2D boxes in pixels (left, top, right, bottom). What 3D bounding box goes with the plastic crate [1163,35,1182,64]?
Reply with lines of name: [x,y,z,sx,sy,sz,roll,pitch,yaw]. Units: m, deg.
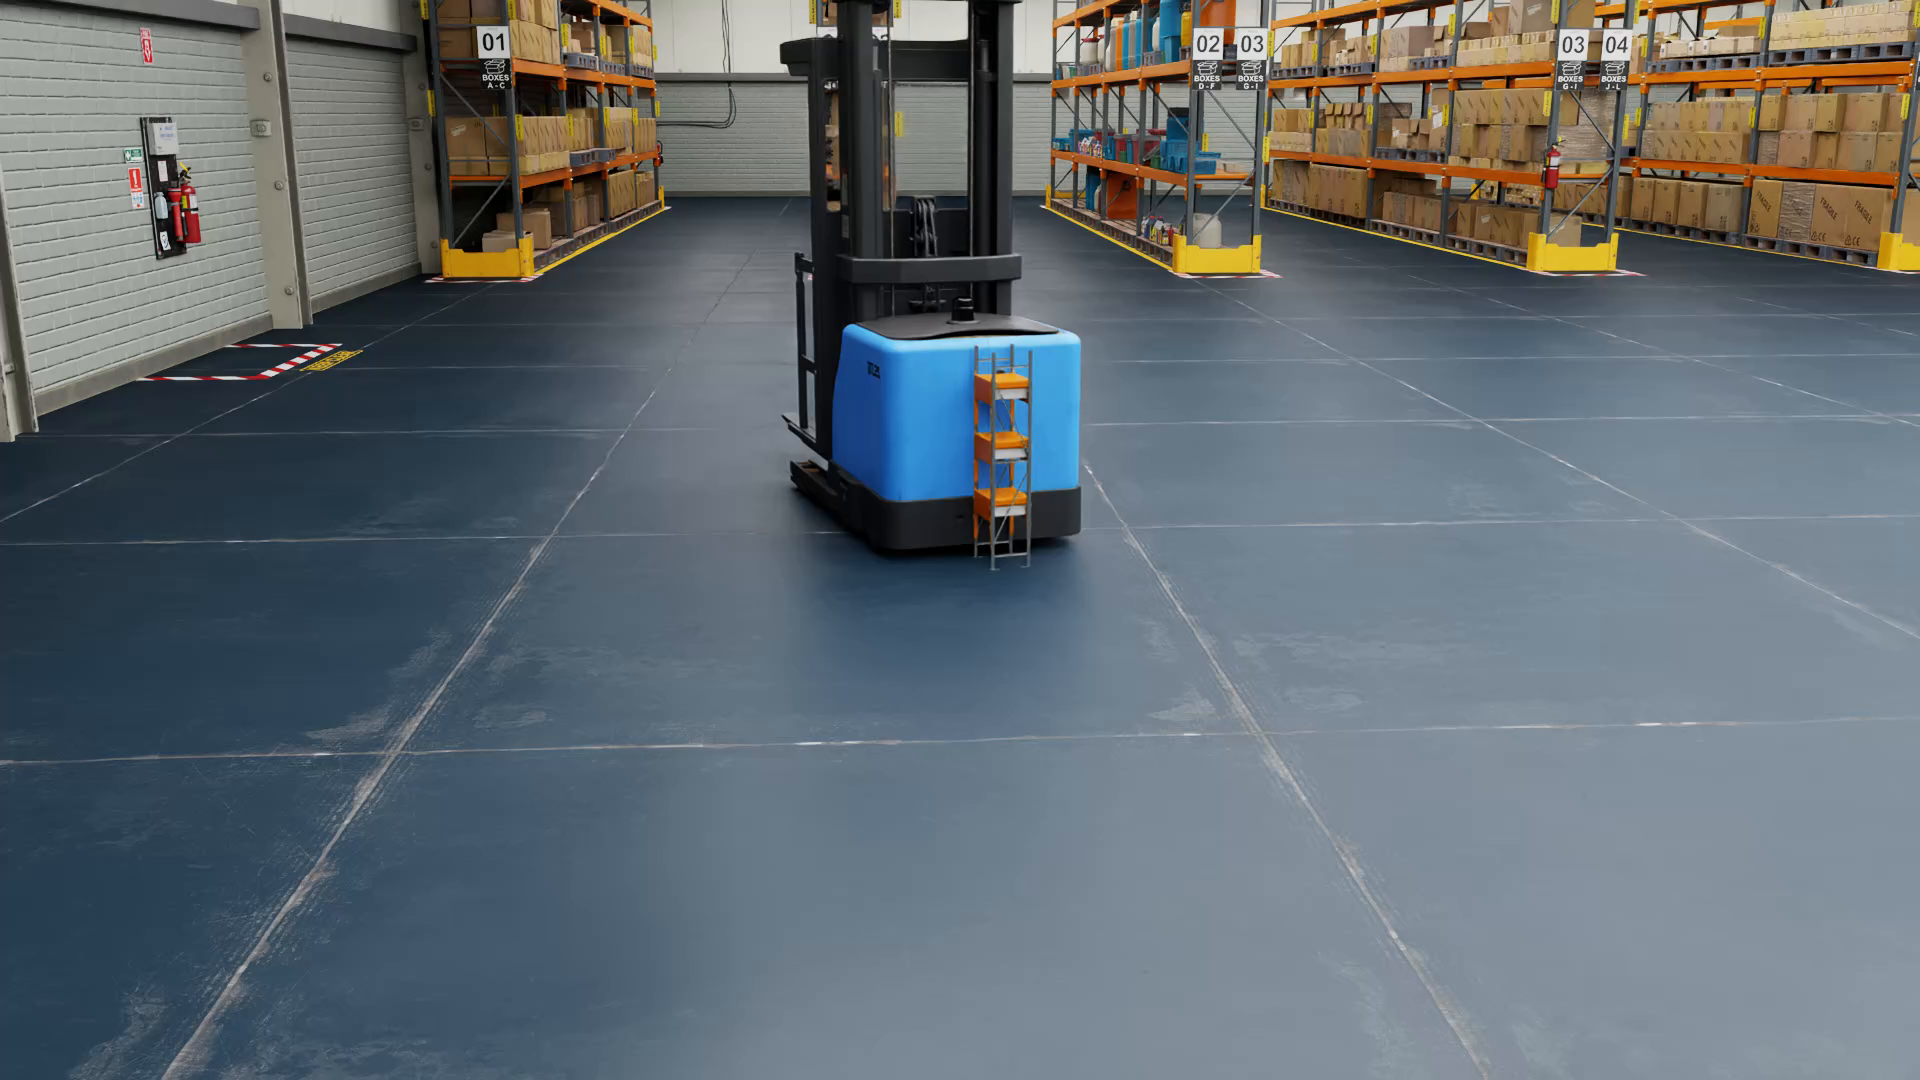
plastic crate: [3.155,-7.043,23.893,0.392,0.384,0.575,-1,14,-3]

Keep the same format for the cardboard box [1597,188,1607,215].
cardboard box: [12.648,-6.528,32.051,0.500,0.500,0.500,0,14,-1]

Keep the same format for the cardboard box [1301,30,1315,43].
cardboard box: [7.641,-10.798,35.705,0.500,0.250,0.500,-1,14,-5]

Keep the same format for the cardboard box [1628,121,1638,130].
cardboard box: [12.490,-7.731,31.021,0.380,0.149,0.250,-1,15,-6]

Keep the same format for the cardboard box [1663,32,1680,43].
cardboard box: [13.196,-9.351,31.094,0.396,0.266,0.258,-1,14,-3]

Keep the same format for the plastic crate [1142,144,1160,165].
plastic crate: [3.231,-5.961,25.800,0.767,0.338,0.504,-1,14,-3]

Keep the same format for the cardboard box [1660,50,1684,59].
cardboard box: [12.839,-8.743,29.930,0.380,0.149,0.250,-1,15,-6]

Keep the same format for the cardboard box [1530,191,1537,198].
cardboard box: [12.364,-7.348,35.348,0.380,0.149,0.250,-2,15,-6]

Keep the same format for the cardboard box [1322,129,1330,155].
cardboard box: [7.584,-7.995,33.378,0.500,0.500,0.500,-1,14,-3]

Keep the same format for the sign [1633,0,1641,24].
sign: [9.058,-7.090,22.287,0.100,0.325,0.005,-1,14,-3]

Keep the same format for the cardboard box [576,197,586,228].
cardboard box: [-6.739,-5.537,28.158,0.700,0.500,0.500,-1,14,-4]

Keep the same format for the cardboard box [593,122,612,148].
cardboard box: [-6.585,-7.292,30.011,0.500,0.500,0.500,0,14,-2]

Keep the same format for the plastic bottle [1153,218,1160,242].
plastic bottle: [2.999,-4.694,25.183,0.144,0.351,0.185,-1,14,-4]

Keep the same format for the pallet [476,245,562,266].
pallet: [-6.407,-4.149,24.230,1.003,0.211,1.213,-1,14,-3]

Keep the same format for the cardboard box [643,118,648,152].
cardboard box: [-7.170,-8.603,35.341,0.980,0.700,0.700,-2,15,-6]

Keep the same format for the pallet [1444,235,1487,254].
pallet: [8.346,-4.683,26.304,1.003,0.211,1.213,-1,14,-3]

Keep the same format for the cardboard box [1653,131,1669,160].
cardboard box: [12.770,-7.052,29.716,0.500,0.500,0.500,-1,14,-4]

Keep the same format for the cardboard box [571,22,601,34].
cardboard box: [-7.085,-9.680,31.519,0.500,0.250,0.500,-1,14,-5]

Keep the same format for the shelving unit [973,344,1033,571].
shelving unit: [0.203,-0.396,7.959,0.215,1.050,0.252,-5,15,-18]

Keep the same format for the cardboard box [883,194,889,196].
cardboard box: [-1.272,-4.798,24.325,0.500,0.500,0.500,-1,14,-3]

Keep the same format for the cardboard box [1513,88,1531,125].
cardboard box: [8.199,-6.139,23.563,0.500,0.500,0.500,-1,14,-3]

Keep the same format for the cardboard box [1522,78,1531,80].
cardboard box: [12.379,-9.990,35.613,0.500,0.250,0.500,-1,14,-4]

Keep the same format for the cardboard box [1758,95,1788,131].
cardboard box: [13.214,-6.755,26.291,0.875,0.550,0.550,-1,14,-3]

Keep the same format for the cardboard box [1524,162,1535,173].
cardboard box: [8.211,-5.275,23.512,0.380,0.149,0.250,-1,14,-3]

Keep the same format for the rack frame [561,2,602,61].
rack frame: [-6.810,-9.871,28.831,1.000,3.000,0.127,-1,14,-3]

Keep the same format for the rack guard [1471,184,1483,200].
rack guard: [12.487,-8.006,38.640,1.175,0.500,0.348,-1,14,-3]

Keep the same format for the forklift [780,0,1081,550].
forklift: [-0.347,-1.694,9.229,1.130,2.935,3.031,-5,15,-18]

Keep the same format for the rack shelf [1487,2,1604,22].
rack shelf: [12.606,-11.294,35.812,1.077,0.370,4.000,-1,14,-3]

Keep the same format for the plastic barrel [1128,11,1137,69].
plastic barrel: [3.037,-8.105,26.981,0.600,0.901,0.600,0,14,0]

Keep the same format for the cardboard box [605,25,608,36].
cardboard box: [-7.334,-10.125,33.592,0.500,0.500,0.500,-1,14,-4]

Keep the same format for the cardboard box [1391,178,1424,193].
cardboard box: [8.093,-6.394,29.987,0.500,0.250,0.500,0,14,-1]

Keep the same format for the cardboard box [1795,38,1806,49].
cardboard box: [12.956,-7.550,25.290,0.380,0.149,0.250,-1,14,-4]

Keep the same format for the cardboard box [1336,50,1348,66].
cardboard box: [7.751,-9.528,32.855,0.500,0.311,0.500,-1,14,-5]

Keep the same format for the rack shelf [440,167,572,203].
rack shelf: [-6.439,-5.125,23.868,1.077,0.370,4.000,-1,14,-3]

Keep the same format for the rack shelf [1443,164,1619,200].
rack shelf: [8.393,-5.354,24.760,1.077,0.370,4.000,-1,14,-3]

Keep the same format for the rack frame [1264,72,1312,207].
rack frame: [7.525,-9.184,38.202,1.000,3.000,0.127,-1,14,-3]

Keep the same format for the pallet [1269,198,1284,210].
pallet: [7.653,-7.636,37.782,1.003,0.211,1.213,-1,14,-3]

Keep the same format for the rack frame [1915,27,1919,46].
rack frame: [13.473,-8.162,22.189,1.000,3.000,0.127,-1,14,-3]

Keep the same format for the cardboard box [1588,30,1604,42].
cardboard box: [8.730,-6.850,22.612,0.380,0.149,0.250,-1,14,-4]

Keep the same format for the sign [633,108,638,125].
sign: [-6.517,-8.493,33.352,0.100,0.325,0.005,-1,14,-3]

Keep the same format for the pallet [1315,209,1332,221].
pallet: [7.896,-6.648,33.942,1.003,0.211,1.213,-1,14,-3]

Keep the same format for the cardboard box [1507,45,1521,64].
cardboard box: [8.176,-6.953,23.811,0.500,0.250,0.500,-1,14,-2]

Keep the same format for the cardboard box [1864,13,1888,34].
cardboard box: [13.134,-7.274,23.420,0.500,0.250,0.500,-1,14,-3]

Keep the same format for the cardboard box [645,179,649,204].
cardboard box: [-7.100,-7.526,35.930,0.700,0.500,0.500,-1,14,-5]

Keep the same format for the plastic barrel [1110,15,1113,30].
plastic barrel: [3.088,-9.590,31.910,0.600,0.901,0.708,-1,14,-3]

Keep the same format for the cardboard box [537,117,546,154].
cardboard box: [-6.091,-5.651,23.226,0.500,0.500,0.500,-1,14,-5]

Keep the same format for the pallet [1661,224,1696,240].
pallet: [13.024,-5.396,29.074,1.003,0.211,1.213,-1,14,-3]

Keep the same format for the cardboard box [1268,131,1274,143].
cardboard box: [7.286,-9.132,37.704,0.500,0.250,0.500,-1,14,-5]

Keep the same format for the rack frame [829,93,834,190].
rack frame: [-1.866,-7.043,29.879,1.000,3.000,0.127,-1,14,-3]

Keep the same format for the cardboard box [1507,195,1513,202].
cardboard box: [12.304,-7.539,36.685,0.380,0.149,0.250,-1,14,-3]

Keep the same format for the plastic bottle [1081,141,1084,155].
plastic bottle: [2.501,-7.841,33.230,0.152,0.276,0.135,-1,14,-3]
